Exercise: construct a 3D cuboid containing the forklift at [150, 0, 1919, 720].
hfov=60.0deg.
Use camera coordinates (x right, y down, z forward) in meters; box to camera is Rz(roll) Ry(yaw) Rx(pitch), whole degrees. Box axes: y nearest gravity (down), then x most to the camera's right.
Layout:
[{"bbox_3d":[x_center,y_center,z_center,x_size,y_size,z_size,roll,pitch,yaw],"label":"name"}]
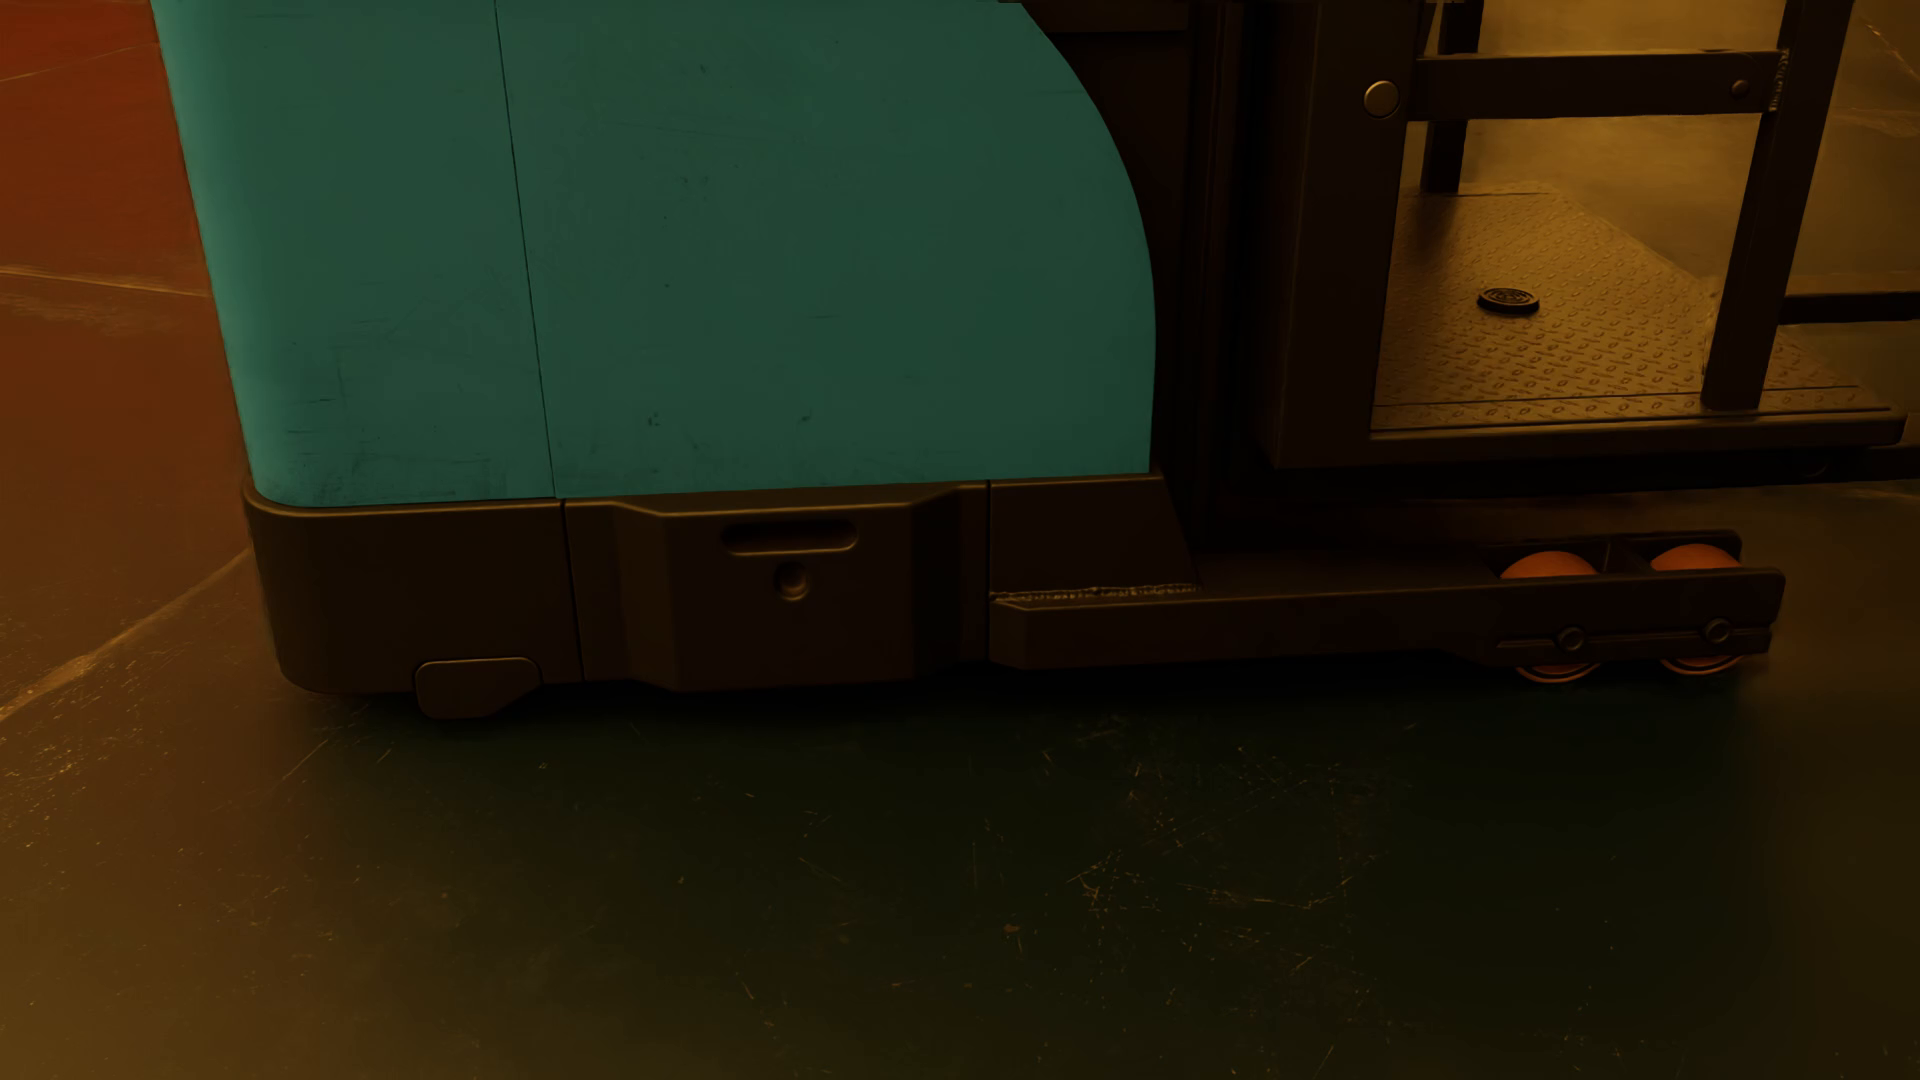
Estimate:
[{"bbox_3d":[0.623,-1.359,1.938,3.031,2.935,1.130,-3,27,-5],"label":"forklift"}]
